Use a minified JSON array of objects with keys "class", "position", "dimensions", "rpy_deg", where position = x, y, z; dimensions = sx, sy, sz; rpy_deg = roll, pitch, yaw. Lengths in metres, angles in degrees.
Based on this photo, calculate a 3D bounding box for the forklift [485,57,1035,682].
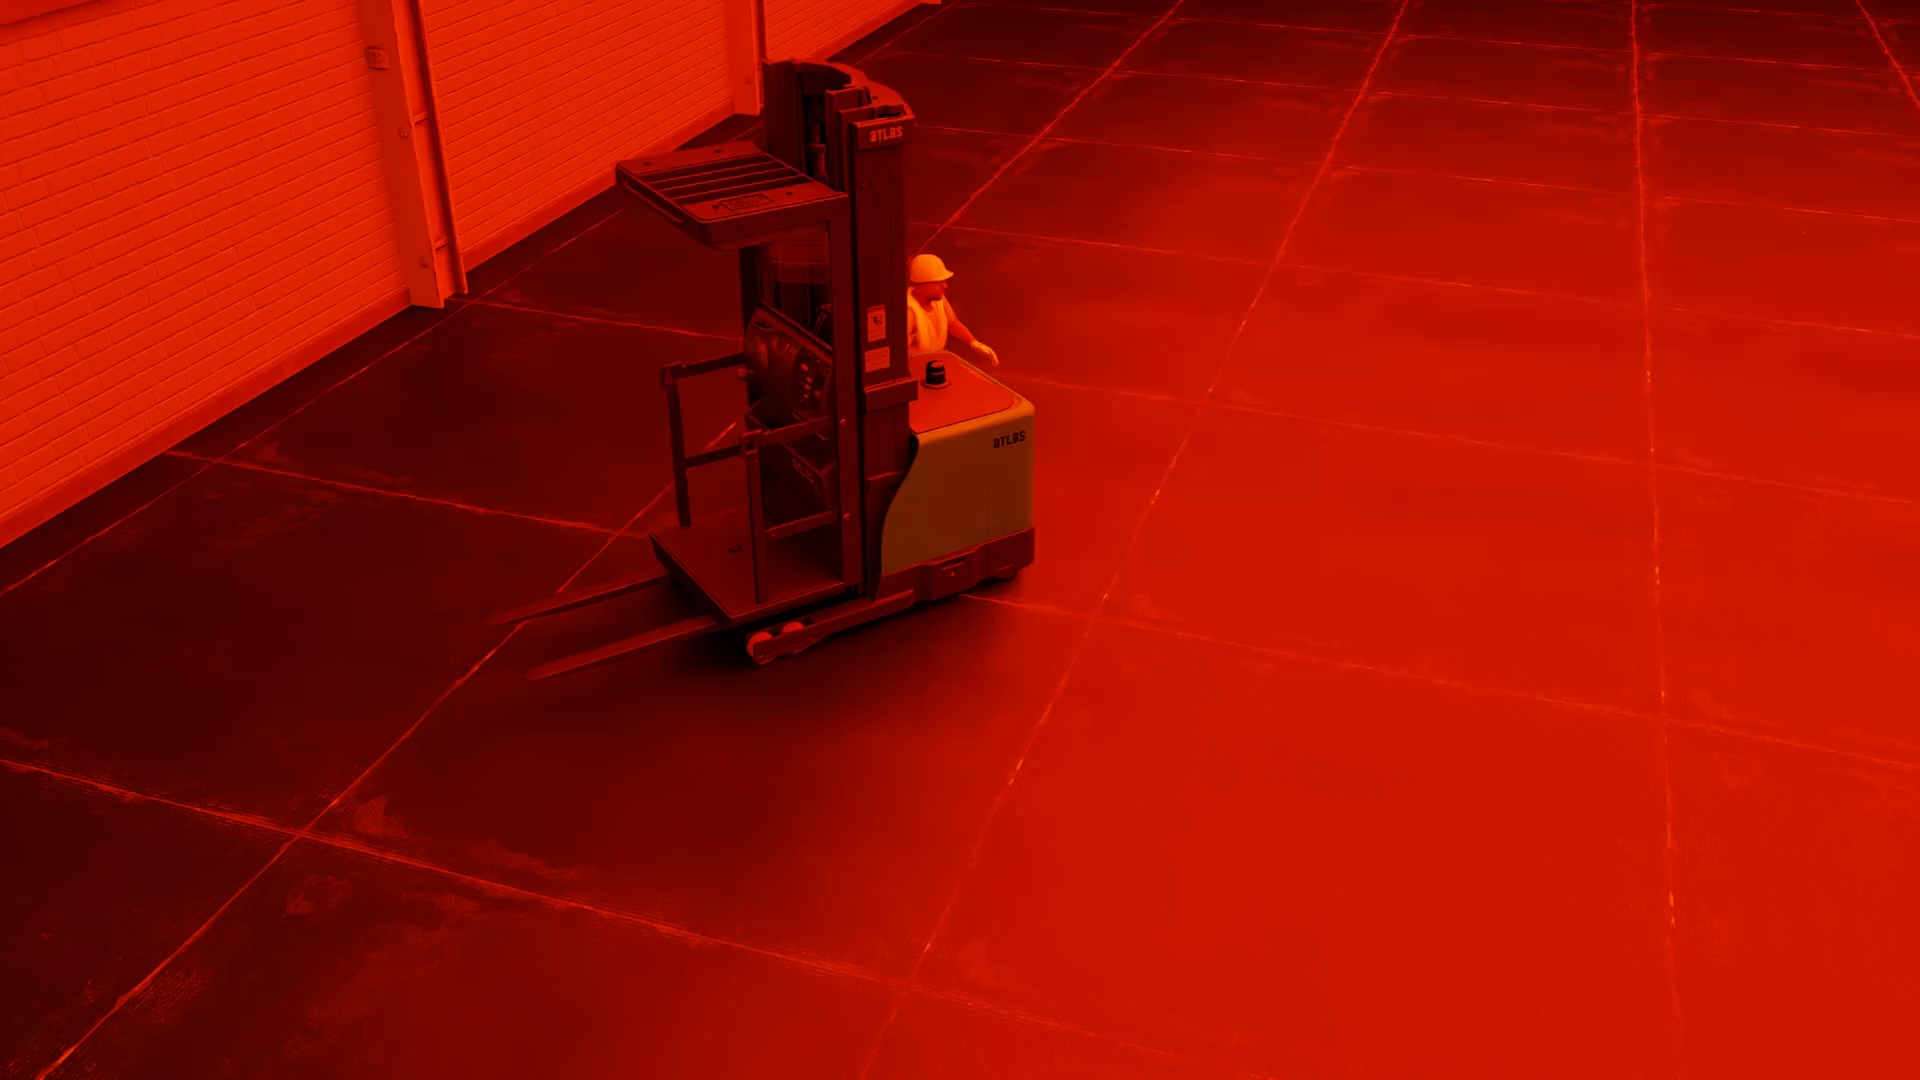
[{"class":"forklift","position":[-1.084,-0.908,8.729],"dimensions":[3.031,2.935,1.130],"rpy_deg":[-17,34,-28]}]

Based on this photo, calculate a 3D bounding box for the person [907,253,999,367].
[{"class":"person","position":[-0.022,-1.003,10.350],"dimensions":[0.880,1.558,0.841],"rpy_deg":[10,31,17]}]
